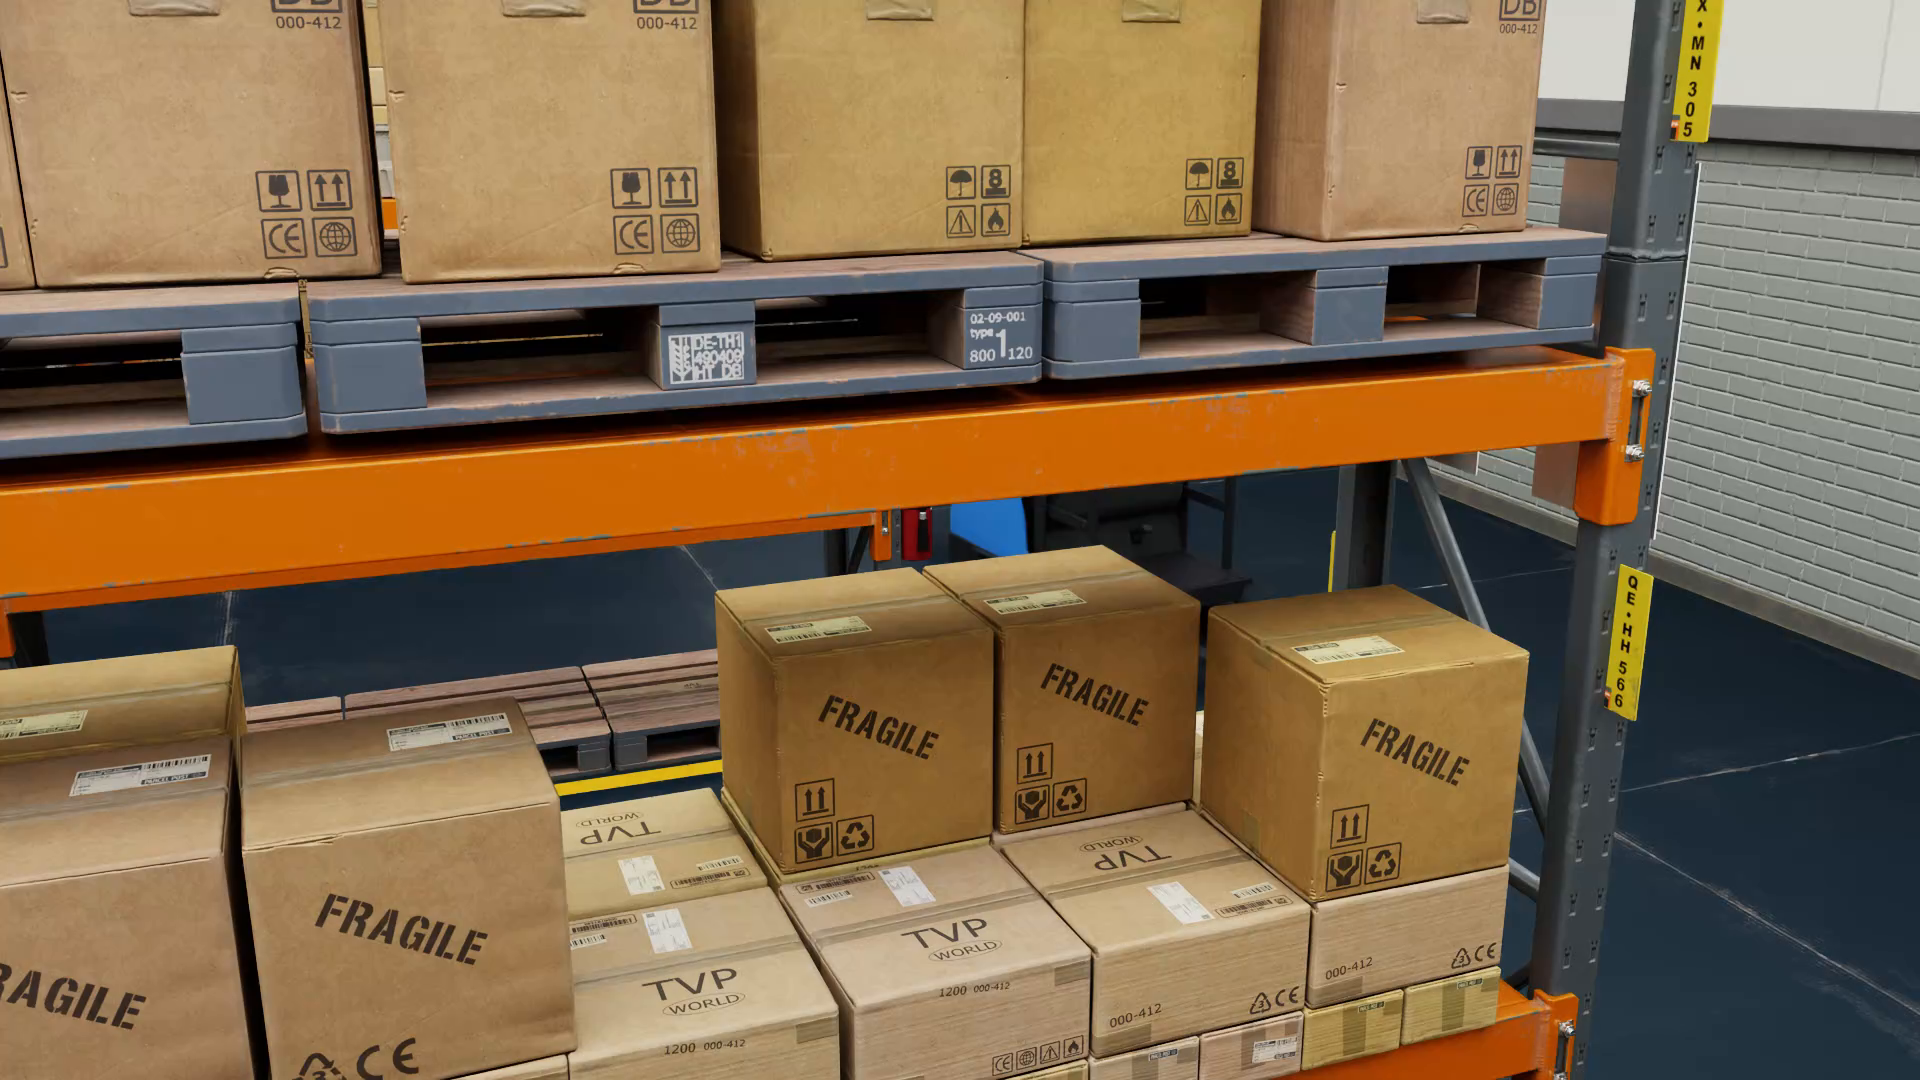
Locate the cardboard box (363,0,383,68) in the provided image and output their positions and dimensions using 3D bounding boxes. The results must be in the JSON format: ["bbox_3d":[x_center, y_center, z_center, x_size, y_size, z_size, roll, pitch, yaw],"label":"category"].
[{"bbox_3d":[-4.198,-3.641,11.897,0.500,0.500,0.700,-6,17,-20],"label":"cardboard box"}]

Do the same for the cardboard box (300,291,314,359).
[{"bbox_3d":[-4.515,-1.589,12.009,0.500,0.500,0.500,-6,17,-20],"label":"cardboard box"}]

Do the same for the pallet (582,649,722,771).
[{"bbox_3d":[-1.313,0.852,8.822,1.213,0.211,1.003,-6,17,-20],"label":"pallet"}]

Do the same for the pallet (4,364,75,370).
[{"bbox_3d":[-6.818,-1.315,11.594,1.213,0.211,1.003,-6,17,-20],"label":"pallet"}]

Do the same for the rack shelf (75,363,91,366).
[{"bbox_3d":[-7.901,-0.912,11.158,4.000,0.370,1.077,-6,17,-20],"label":"rack shelf"}]

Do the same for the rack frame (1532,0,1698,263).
[{"bbox_3d":[1.243,-2.134,3.395,0.127,3.000,1.000,-6,17,-20],"label":"rack frame"}]

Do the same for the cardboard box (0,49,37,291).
[{"bbox_3d":[-1.782,-0.684,2.679,0.500,0.500,0.700,-7,18,-23],"label":"cardboard box"}]

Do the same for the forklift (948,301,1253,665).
[{"bbox_3d":[1.074,-0.880,9.892,1.130,2.935,3.031,-9,19,-28],"label":"forklift"}]

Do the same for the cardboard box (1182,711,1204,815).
[{"bbox_3d":[0.699,0.651,4.296,0.500,0.250,0.500,-7,18,-22],"label":"cardboard box"}]

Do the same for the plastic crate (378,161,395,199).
[{"bbox_3d":[-2.370,-1.598,7.360,0.530,0.136,0.437,-6,17,-20],"label":"plastic crate"}]

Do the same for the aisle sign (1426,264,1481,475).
[{"bbox_3d":[1.203,-0.589,4.167,0.004,0.787,0.394,-6,17,-20],"label":"aisle sign"}]

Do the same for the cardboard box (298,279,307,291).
[{"bbox_3d":[-4.530,-2.064,11.852,0.500,0.500,0.500,-7,18,-22],"label":"cardboard box"}]

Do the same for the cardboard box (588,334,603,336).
[{"bbox_3d":[-2.619,-1.794,12.705,0.500,0.500,0.500,-6,17,-18],"label":"cardboard box"}]

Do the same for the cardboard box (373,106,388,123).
[{"bbox_3d":[-4.089,-2.961,11.800,0.500,0.250,0.500,-6,17,-20],"label":"cardboard box"}]

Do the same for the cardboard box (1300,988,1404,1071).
[{"bbox_3d":[0.787,1.014,3.767,0.250,0.149,0.380,-6,17,-20],"label":"cardboard box"}]

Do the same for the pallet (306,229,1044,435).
[{"bbox_3d":[-0.587,-0.451,3.143,1.213,0.211,1.003,-6,17,-20],"label":"pallet"}]

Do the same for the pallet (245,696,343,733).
[{"bbox_3d":[-3.591,1.098,7.984,1.213,0.211,1.003,-6,17,-20],"label":"pallet"}]

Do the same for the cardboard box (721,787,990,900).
[{"bbox_3d":[-0.255,0.755,3.943,0.500,0.250,0.500,-7,18,-22],"label":"cardboard box"}]

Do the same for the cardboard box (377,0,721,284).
[{"bbox_3d":[-0.740,-0.752,2.912,0.500,0.500,0.700,-5,17,-18],"label":"cardboard box"}]

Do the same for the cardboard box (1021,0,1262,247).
[{"bbox_3d":[0.208,-0.901,3.418,0.500,0.500,0.700,-7,18,-22],"label":"cardboard box"}]

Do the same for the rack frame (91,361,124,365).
[{"bbox_3d":[-6.033,-1.459,11.744,0.127,3.000,1.000,-6,17,-20],"label":"rack frame"}]

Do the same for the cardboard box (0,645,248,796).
[{"bbox_3d":[-1.689,0.551,3.306,0.500,0.500,0.500,-6,17,-20],"label":"cardboard box"}]

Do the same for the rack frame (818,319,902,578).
[{"bbox_3d":[-0.529,-0.559,8.678,0.127,3.000,1.000,-6,17,-20],"label":"rack frame"}]

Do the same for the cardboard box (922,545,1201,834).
[{"bbox_3d":[0.232,0.341,4.019,0.500,0.500,0.500,-7,18,-21],"label":"cardboard box"}]

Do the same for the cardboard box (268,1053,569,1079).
[{"bbox_3d":[-1.011,0.996,3.122,0.500,0.250,0.500,-6,17,-19],"label":"cardboard box"}]

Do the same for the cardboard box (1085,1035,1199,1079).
[{"bbox_3d":[0.317,1.064,3.597,0.250,0.149,0.380,-6,17,-19],"label":"cardboard box"}]

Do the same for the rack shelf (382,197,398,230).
[{"bbox_3d":[-2.396,-1.451,7.670,4.000,0.370,1.077,-6,17,-20],"label":"rack shelf"}]

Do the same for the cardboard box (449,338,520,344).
[{"bbox_3d":[-3.570,-1.692,12.358,0.500,0.500,0.500,-6,17,-20],"label":"cardboard box"}]

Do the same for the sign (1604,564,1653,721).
[{"bbox_3d":[1.425,0.219,3.553,0.005,0.325,0.100,-6,17,-20],"label":"sign"}]

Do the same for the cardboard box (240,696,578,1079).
[{"bbox_3d":[-1.006,0.635,3.021,0.500,0.500,0.500,-7,18,-22],"label":"cardboard box"}]

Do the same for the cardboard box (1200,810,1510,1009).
[{"bbox_3d":[0.886,0.792,3.815,0.500,0.250,0.500,-6,18,-21],"label":"cardboard box"}]

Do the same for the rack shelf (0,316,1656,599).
[{"bbox_3d":[-0.624,-0.148,3.232,4.000,0.370,1.077,-6,17,-20],"label":"rack shelf"}]

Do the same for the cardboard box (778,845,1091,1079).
[{"bbox_3d":[-0.063,0.895,3.467,0.500,0.250,0.500,-7,18,-22],"label":"cardboard box"}]
